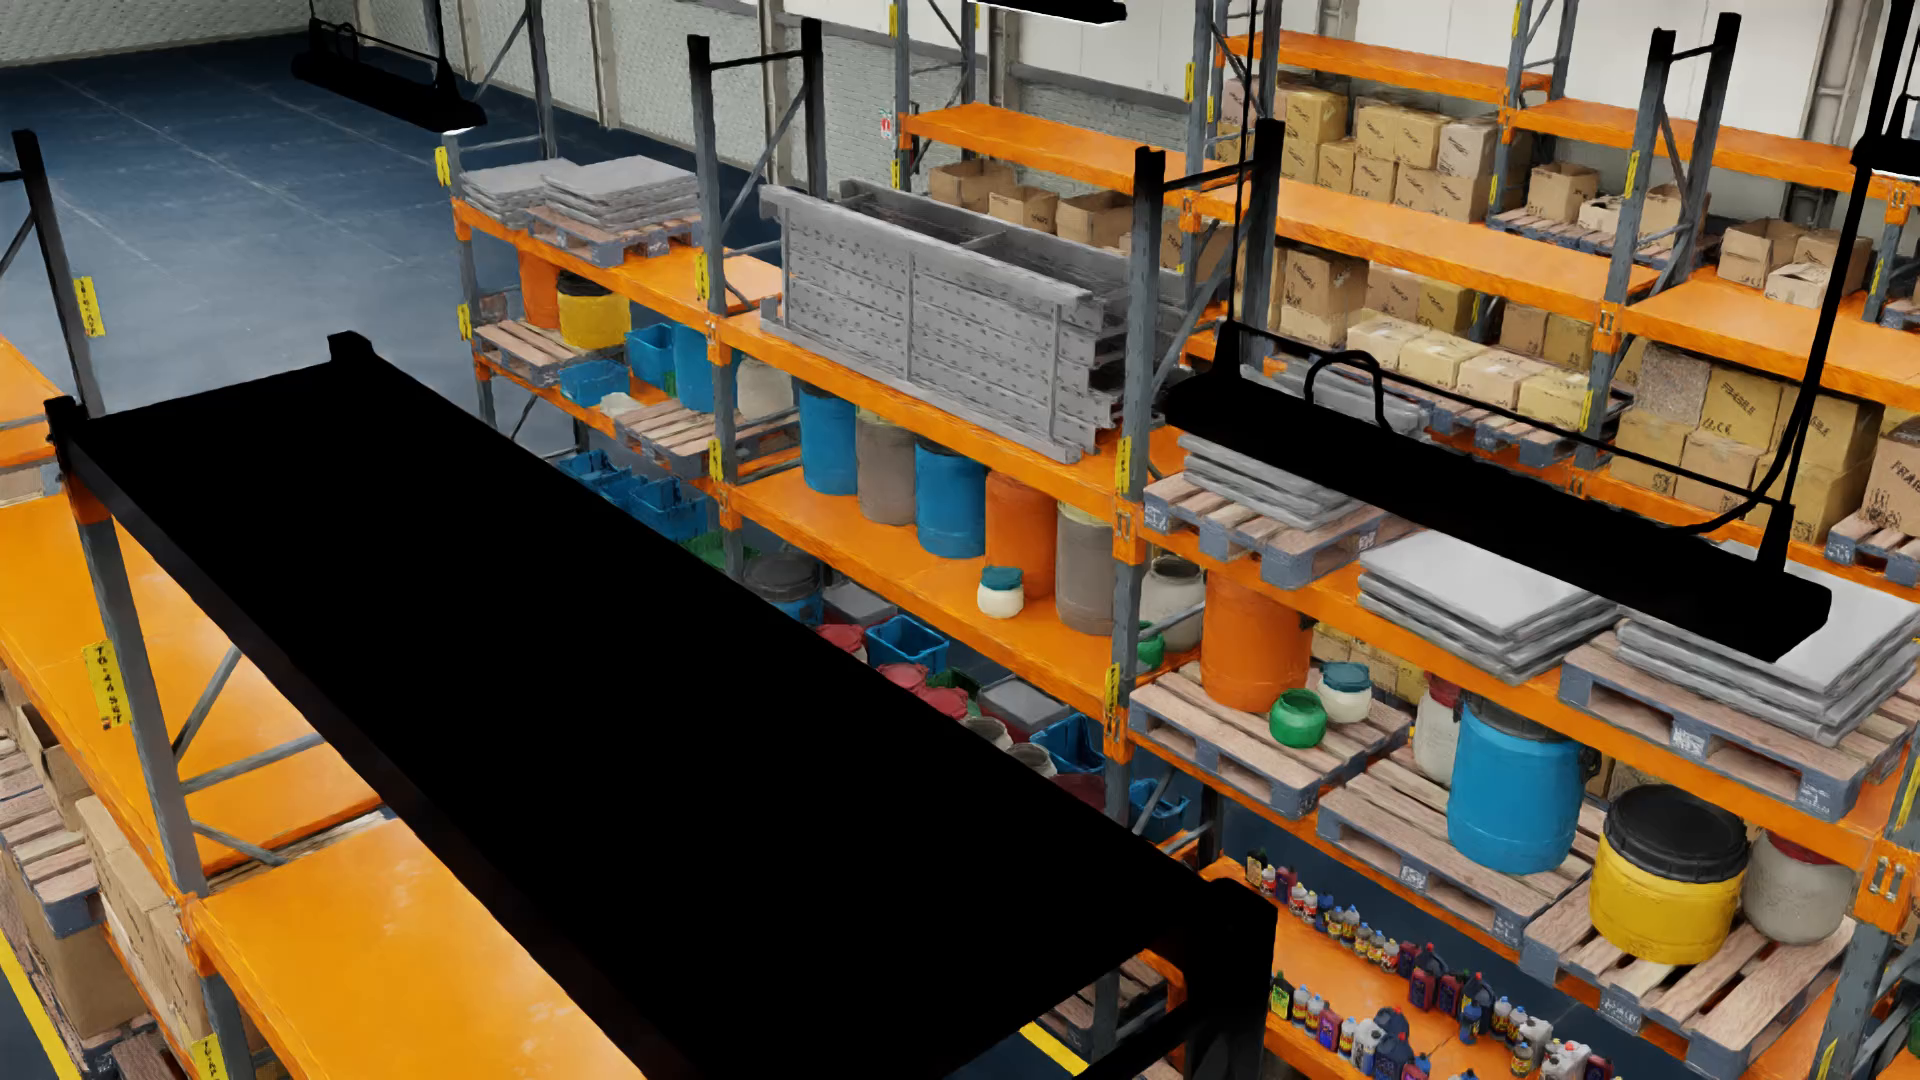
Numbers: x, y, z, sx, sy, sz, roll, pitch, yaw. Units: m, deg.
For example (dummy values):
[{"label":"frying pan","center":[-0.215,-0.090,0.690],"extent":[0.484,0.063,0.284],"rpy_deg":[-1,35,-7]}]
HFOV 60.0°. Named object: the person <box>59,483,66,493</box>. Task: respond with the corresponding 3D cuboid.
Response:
[{"label":"person","center":[-7.825,0.278,15.114],"extent":[0.905,1.712,0.735],"rpy_deg":[16,31,29]}]
